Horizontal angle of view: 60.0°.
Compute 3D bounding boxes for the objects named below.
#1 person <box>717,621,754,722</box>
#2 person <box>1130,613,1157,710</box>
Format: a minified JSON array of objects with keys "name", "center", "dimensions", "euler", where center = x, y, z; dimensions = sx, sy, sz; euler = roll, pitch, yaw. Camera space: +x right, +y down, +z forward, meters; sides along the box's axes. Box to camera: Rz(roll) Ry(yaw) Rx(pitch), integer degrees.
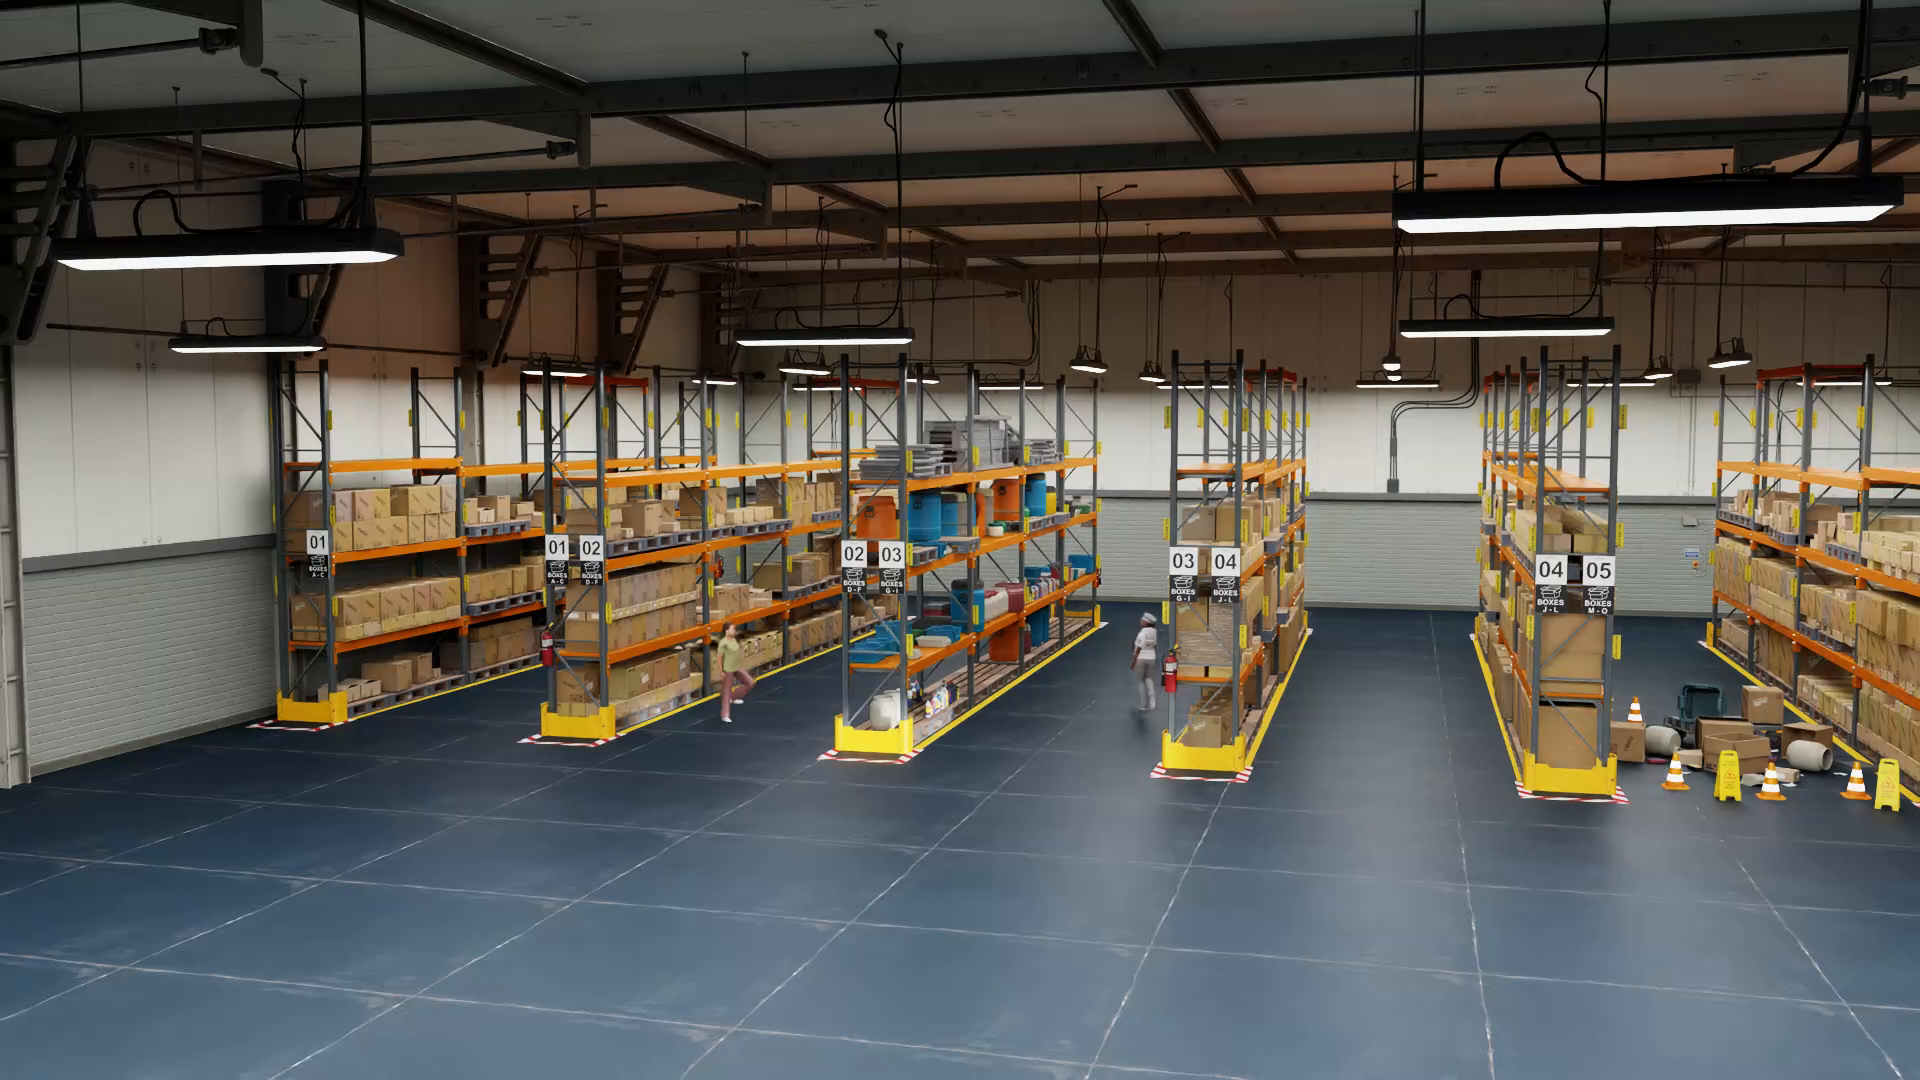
[{"name":"person","center":[-3.757,2.184,27.625],"dimensions":[0.473,1.672,0.553],"euler":[2,5,30]},{"name":"person","center":[3.164,2.081,28.638],"dimensions":[0.482,1.689,0.451],"euler":[-2,4,-22]}]
